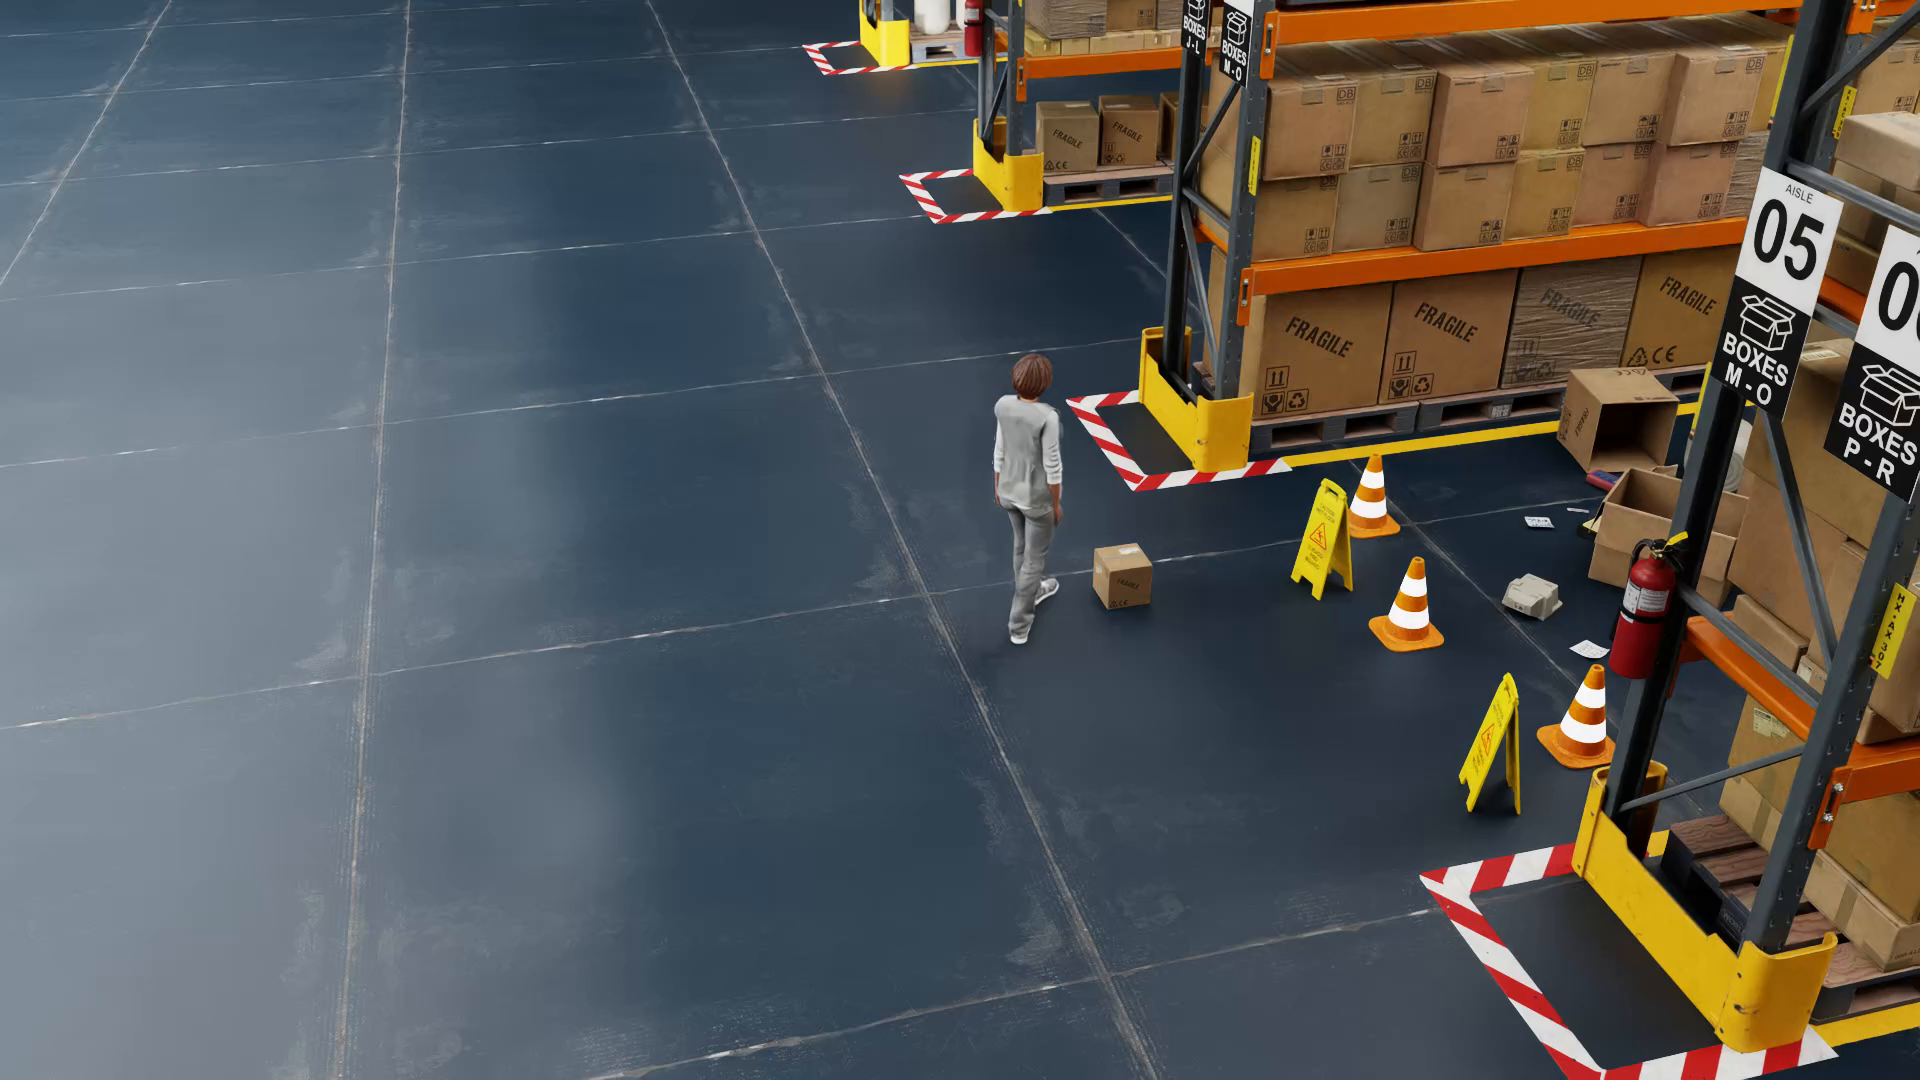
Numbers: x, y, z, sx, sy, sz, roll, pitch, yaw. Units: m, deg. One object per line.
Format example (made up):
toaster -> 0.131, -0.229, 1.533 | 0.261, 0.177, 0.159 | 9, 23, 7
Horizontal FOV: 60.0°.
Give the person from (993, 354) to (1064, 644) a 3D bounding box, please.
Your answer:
person -> 0.401, -0.256, 8.661 | 0.419, 1.580, 0.619 | 23, 37, 33
